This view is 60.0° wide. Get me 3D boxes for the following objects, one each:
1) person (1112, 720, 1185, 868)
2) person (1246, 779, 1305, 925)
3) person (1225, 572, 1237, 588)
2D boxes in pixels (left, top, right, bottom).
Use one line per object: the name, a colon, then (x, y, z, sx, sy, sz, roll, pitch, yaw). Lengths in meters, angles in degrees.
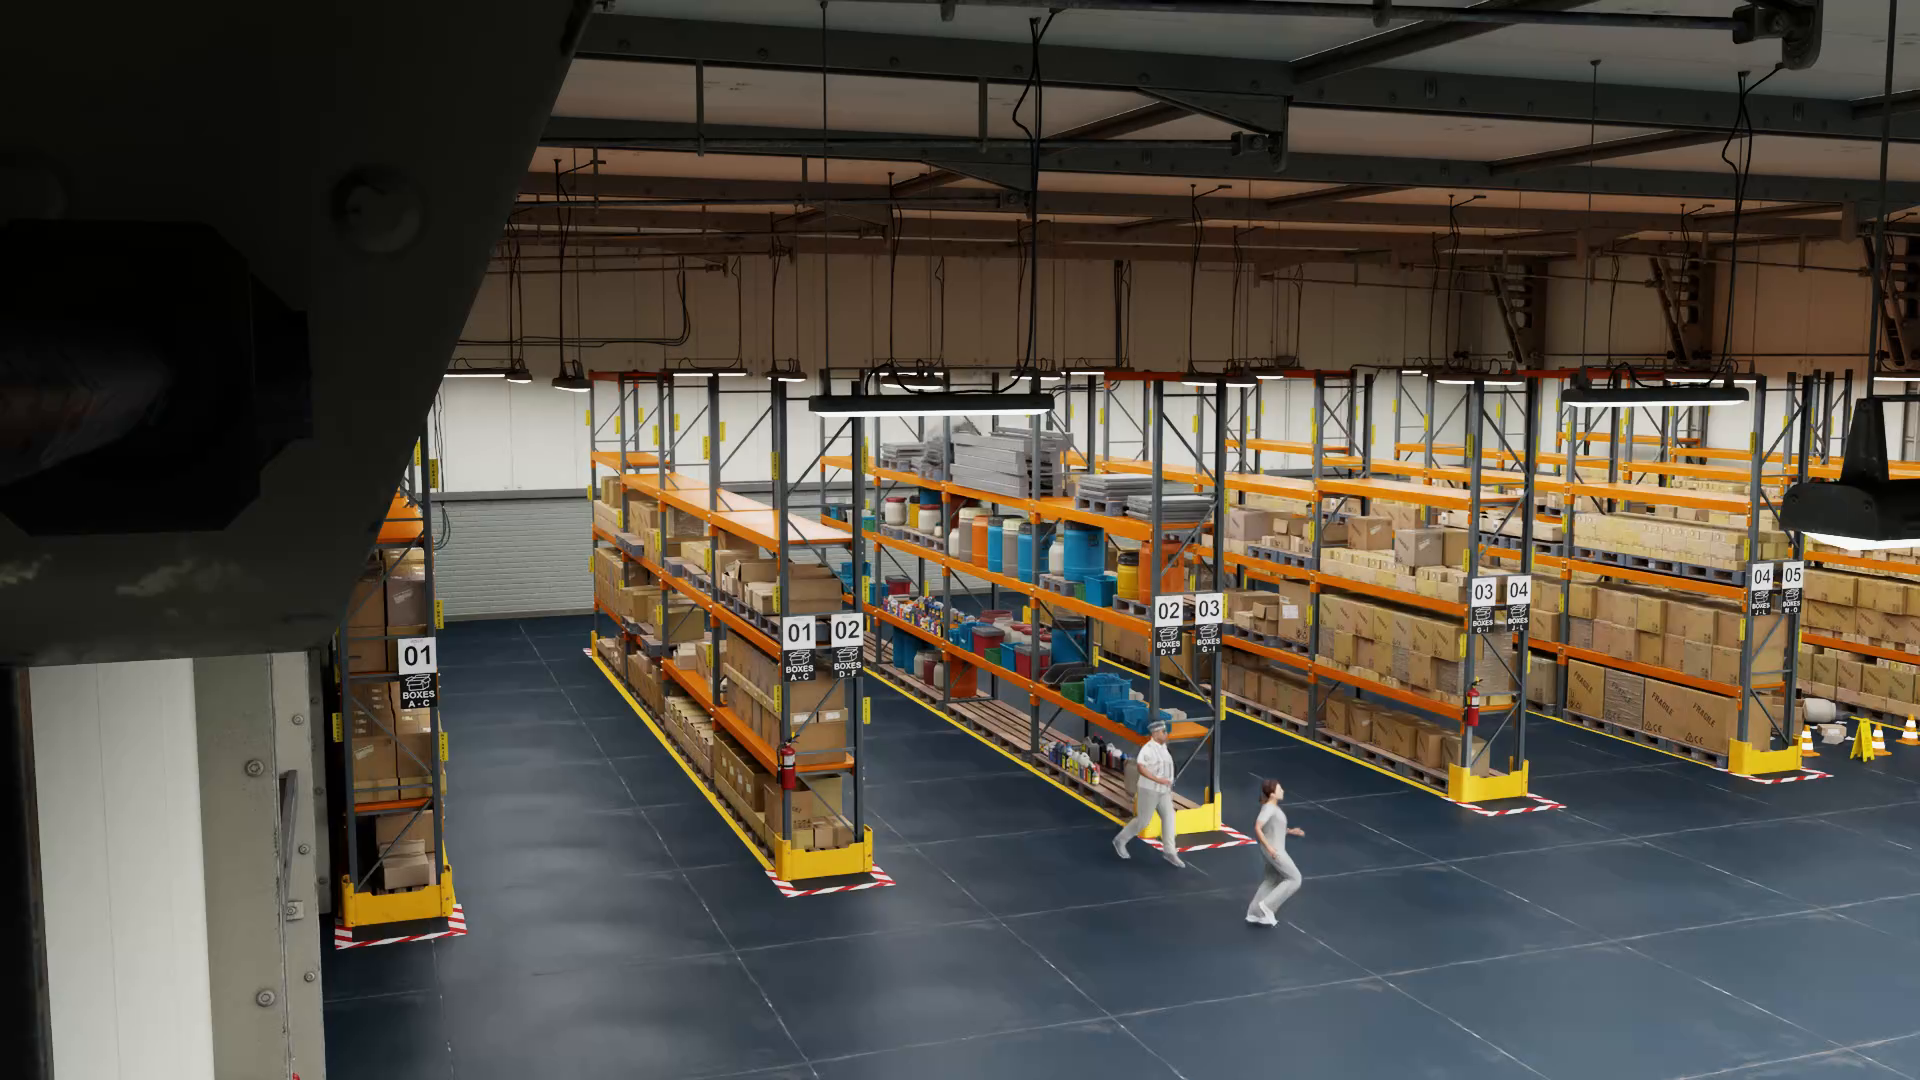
person: (2.463, 3.138, 20.819, 0.959, 1.760, 0.738, 5, 8, 36)
person: (3.496, 3.454, 18.394, 0.628, 1.635, 0.546, 1, 6, 5)
person: (6.763, 0.845, 41.640, 0.866, 1.718, 0.585, -2, 7, -18)
